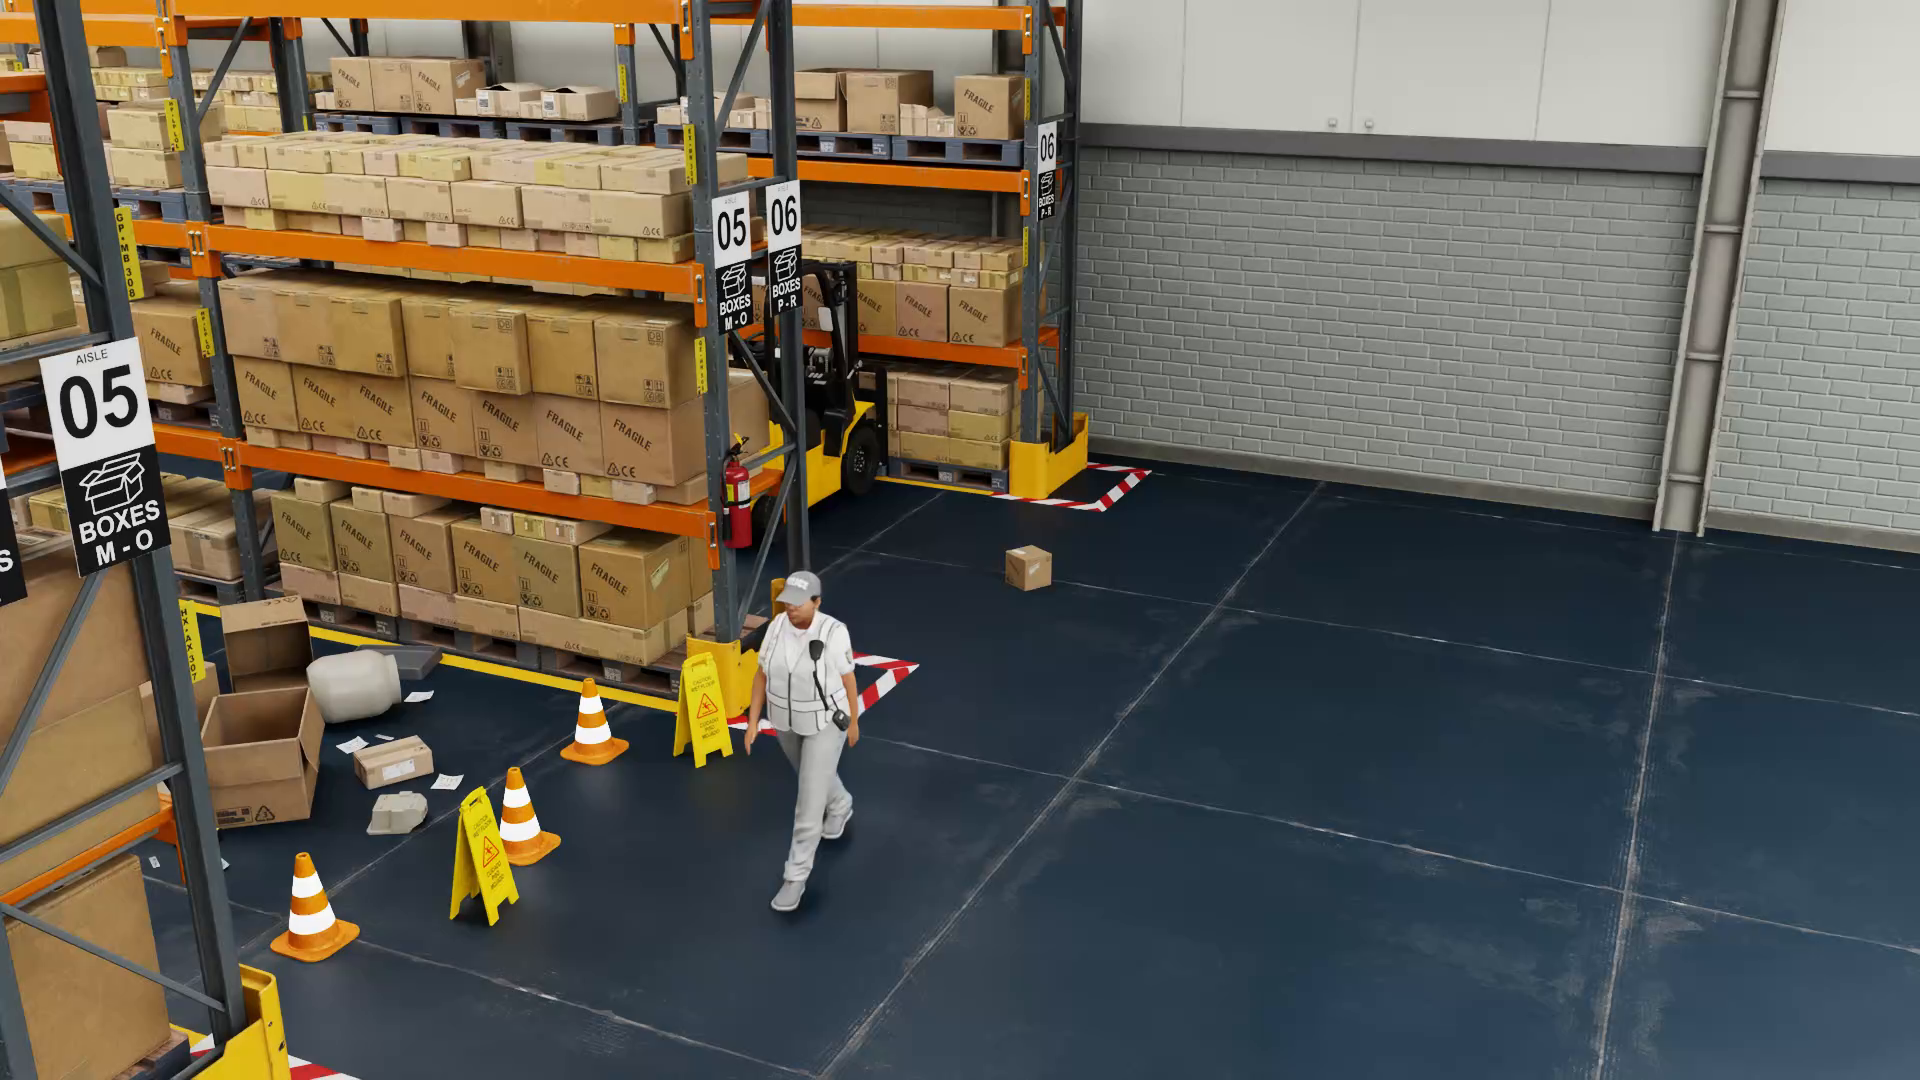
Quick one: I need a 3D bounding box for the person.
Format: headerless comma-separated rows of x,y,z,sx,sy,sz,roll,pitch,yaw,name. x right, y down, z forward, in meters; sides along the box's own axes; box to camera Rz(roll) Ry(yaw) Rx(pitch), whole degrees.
-0.808,0.919,8.394,0.496,1.596,1.028,9,21,25,person
